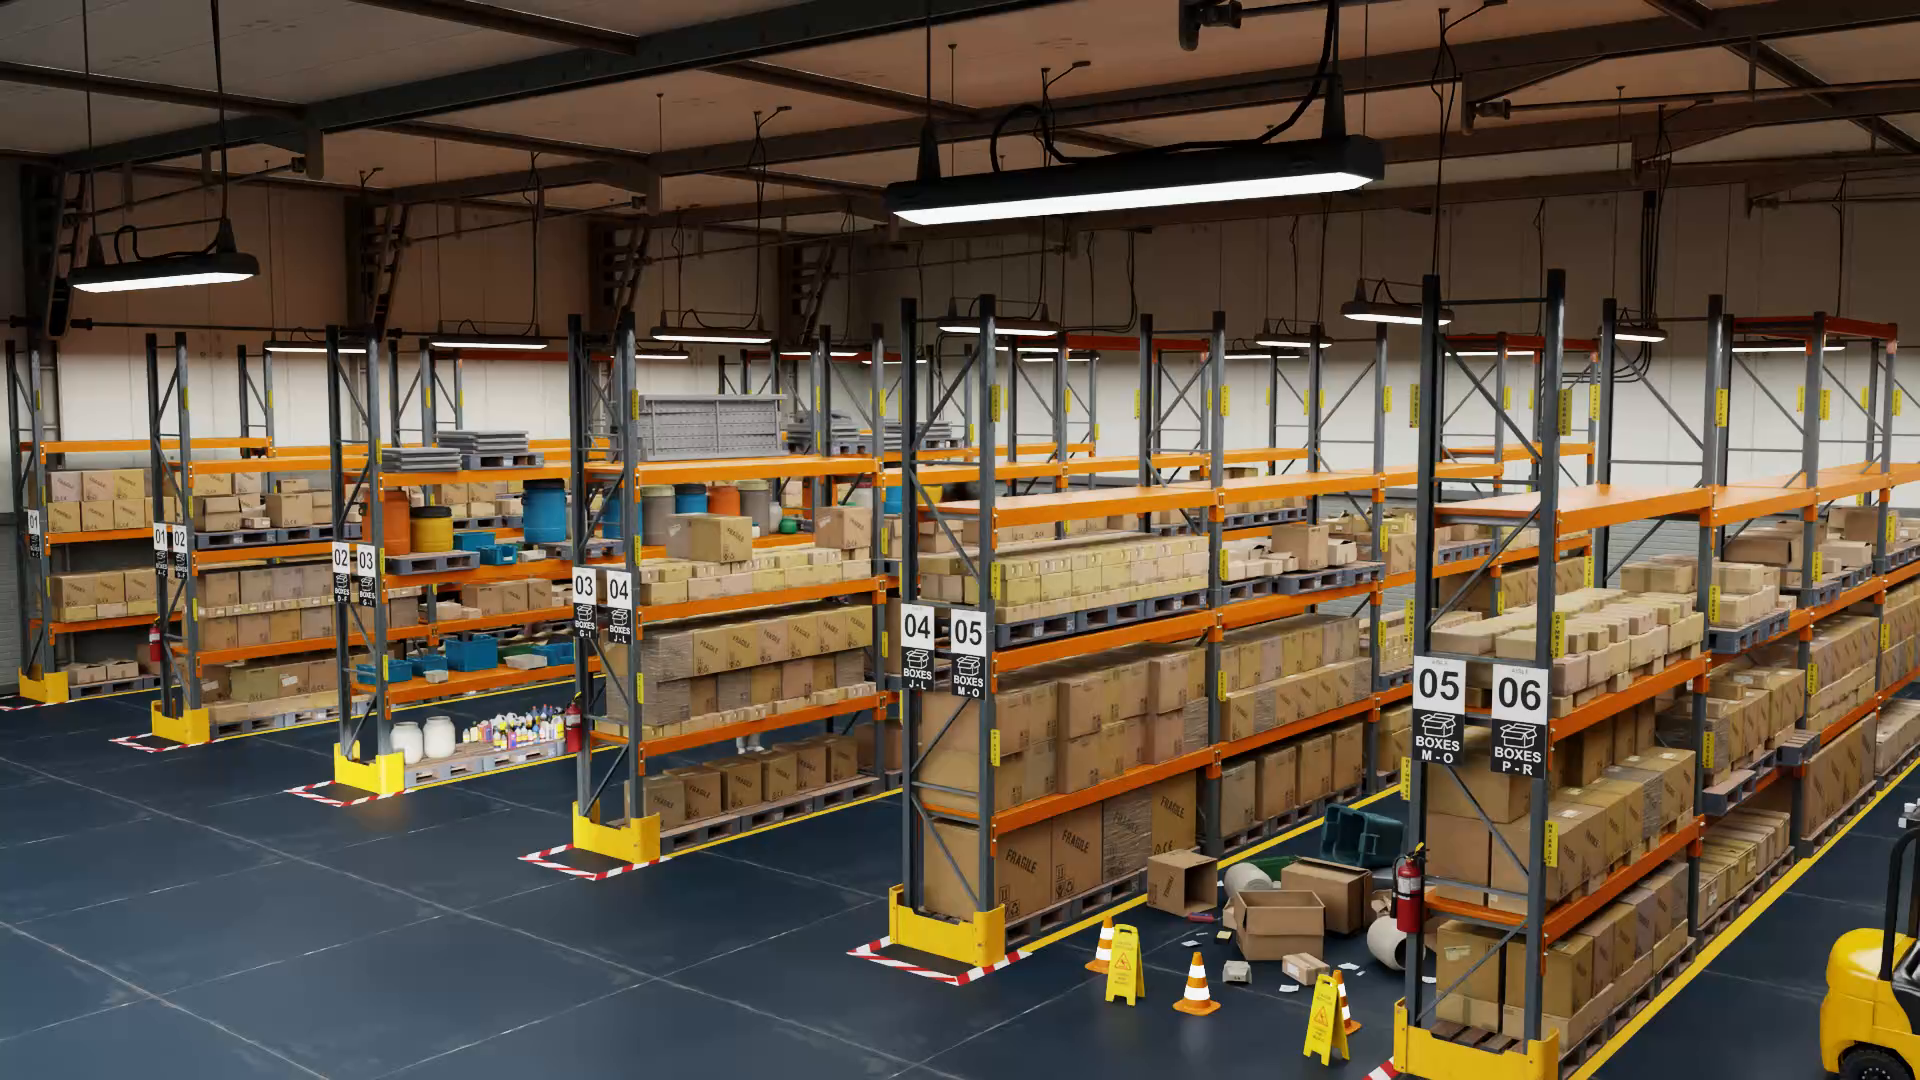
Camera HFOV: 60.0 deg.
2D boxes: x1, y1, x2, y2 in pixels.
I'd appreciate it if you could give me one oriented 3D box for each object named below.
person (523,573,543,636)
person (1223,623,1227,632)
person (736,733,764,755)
[{"bbox_3d":[-8.648,1.347,33.377,0.399,1.621,1.001,3,6,30],"label":"person"},{"bbox_3d":[3.462,1.958,22.793,0.596,1.790,0.456,-5,7,-44],"label":"person"},{"bbox_3d":[-2.860,2.043,22.341,0.533,1.682,0.332,-5,7,-42],"label":"person"}]
